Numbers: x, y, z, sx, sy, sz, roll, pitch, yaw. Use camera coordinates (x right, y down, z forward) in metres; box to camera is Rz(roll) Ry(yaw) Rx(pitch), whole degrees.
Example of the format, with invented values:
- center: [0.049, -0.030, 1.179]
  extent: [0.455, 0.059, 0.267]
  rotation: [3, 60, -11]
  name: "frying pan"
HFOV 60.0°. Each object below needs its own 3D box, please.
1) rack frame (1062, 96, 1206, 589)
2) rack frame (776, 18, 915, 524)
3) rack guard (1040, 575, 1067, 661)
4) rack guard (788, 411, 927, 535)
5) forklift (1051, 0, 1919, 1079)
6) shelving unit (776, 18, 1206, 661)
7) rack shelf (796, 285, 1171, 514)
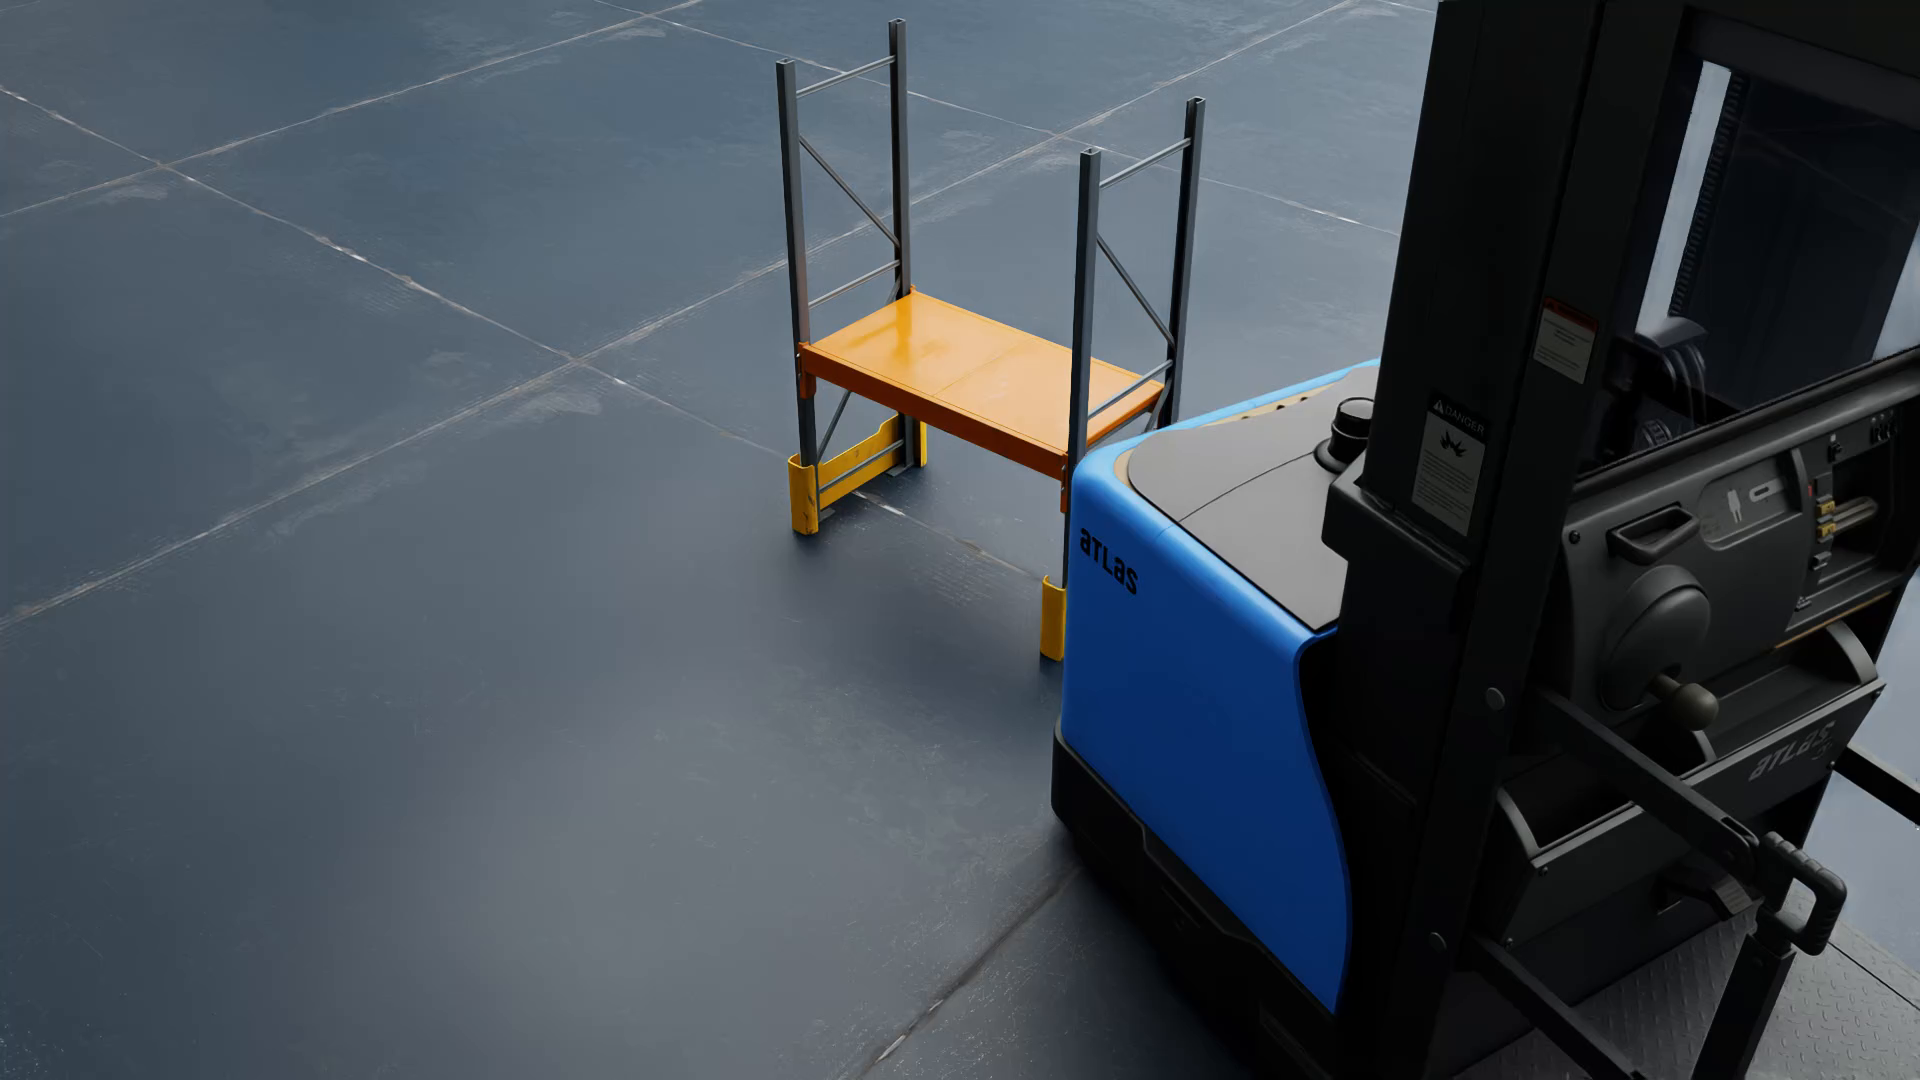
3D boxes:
- center: [0.456, -0.403, 4.512]
  extent: [0.032, 1.500, 0.500]
  rotation: [25, 42, 32]
  name: "rack frame"
- center: [-0.325, -0.771, 5.049]
  extent: [0.032, 1.500, 0.500]
  rotation: [25, 42, 32]
  name: "rack frame"
- center: [0.441, 0.105, 4.876]
  extent: [0.087, 0.250, 0.587]
  rotation: [25, 42, 32]
  name: "rack guard"
- center: [-0.324, -0.256, 5.402]
  extent: [0.087, 0.250, 0.587]
  rotation: [25, 42, 32]
  name: "rack guard"
- center: [1.417, 0.069, 2.561]
  extent: [1.130, 2.935, 3.031]
  rotation: [-19, 39, -25]
  name: "forklift"
- center: [0.059, -0.591, 4.785]
  extent: [1.083, 1.500, 0.587]
  rotation: [25, 42, 32]
  name: "shelving unit"
- center: [0.066, -0.439, 4.882]
  extent: [1.000, 0.185, 0.538]
  rotation: [25, 42, 32]
  name: "rack shelf"
